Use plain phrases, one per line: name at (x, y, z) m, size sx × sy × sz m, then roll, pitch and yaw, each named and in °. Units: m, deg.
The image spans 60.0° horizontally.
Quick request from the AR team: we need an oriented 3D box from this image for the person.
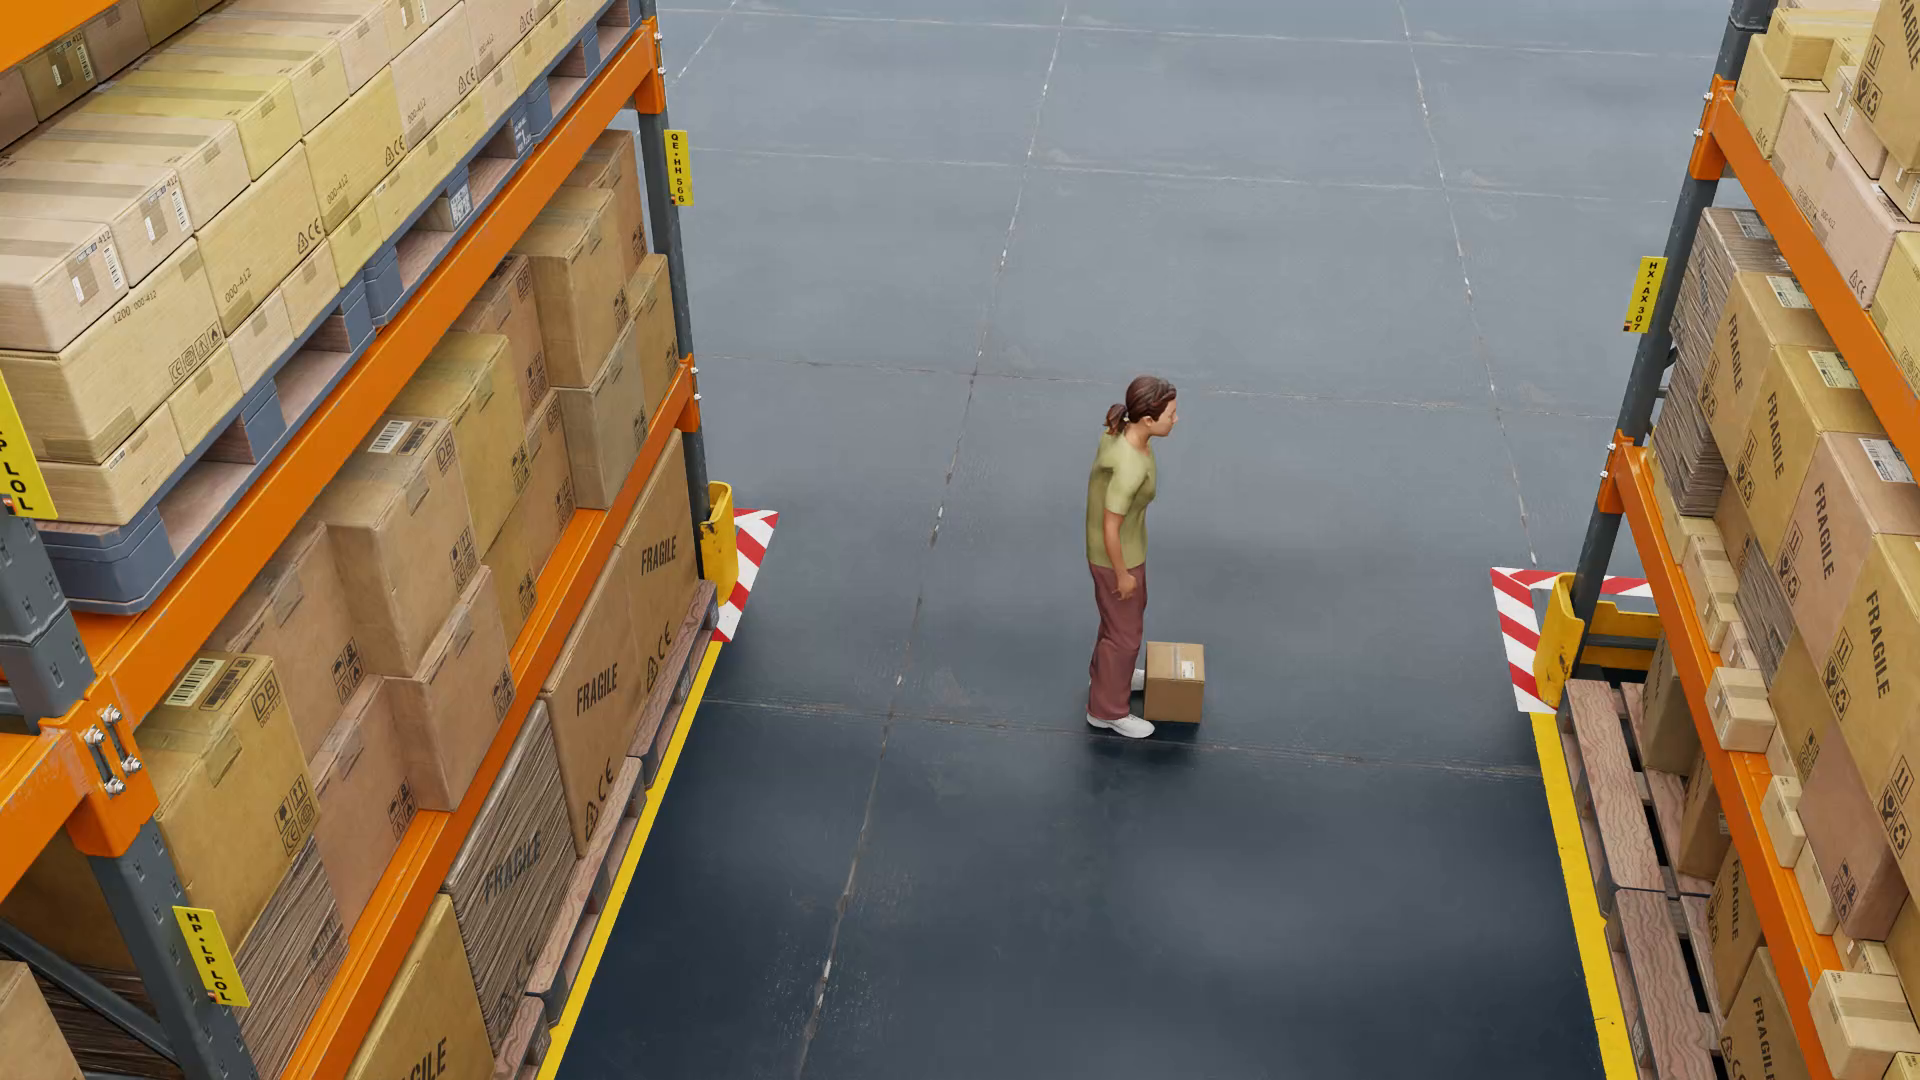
person at (0.700, 0.048, 6.975) m, size 0.359 × 1.673 × 0.499 m, roll 5°, pitch 37°, yaw 6°
